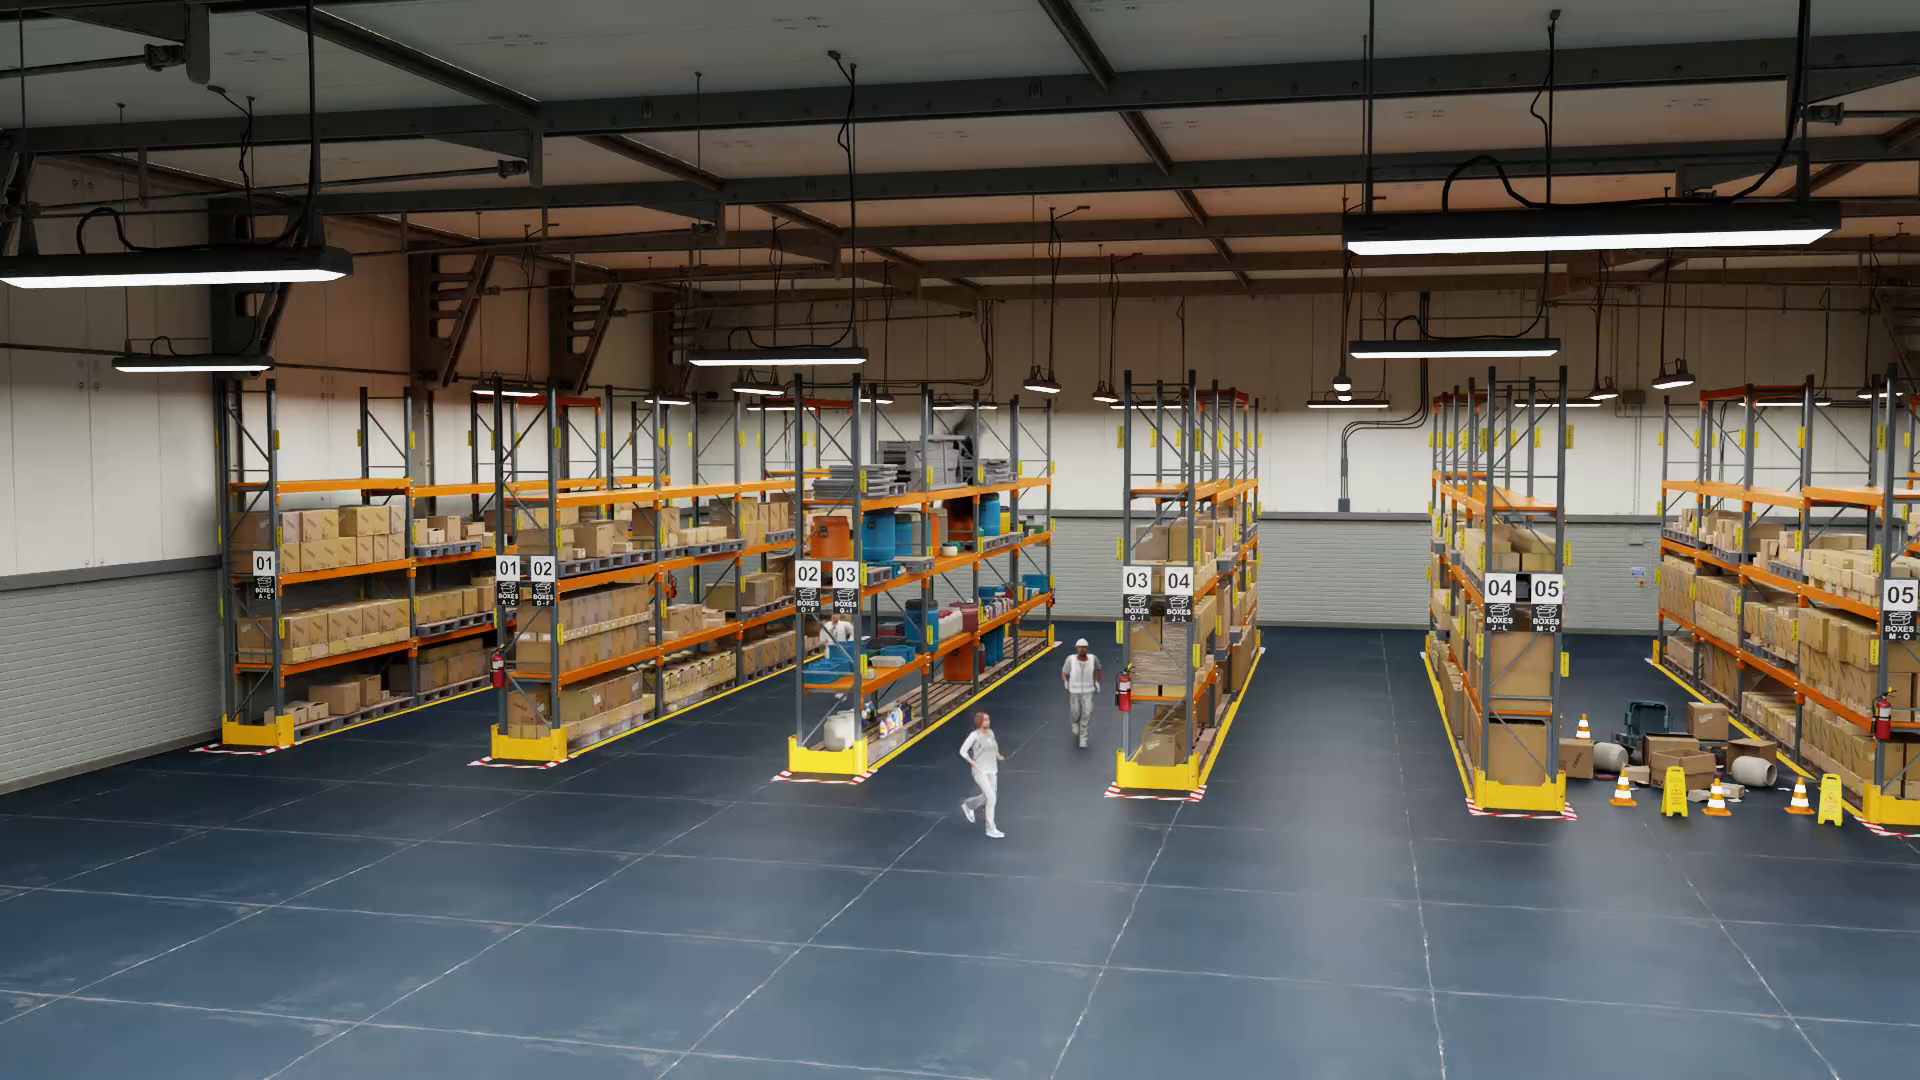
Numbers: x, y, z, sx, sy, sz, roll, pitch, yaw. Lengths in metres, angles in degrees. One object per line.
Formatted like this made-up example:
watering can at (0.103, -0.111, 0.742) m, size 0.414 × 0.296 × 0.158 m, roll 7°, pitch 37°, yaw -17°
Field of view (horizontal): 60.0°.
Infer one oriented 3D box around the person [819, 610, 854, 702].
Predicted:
person at (-2.369, 2.216, 31.862) m, size 0.681 × 1.796 × 0.775 m, roll 1°, pitch 3°, yaw 11°

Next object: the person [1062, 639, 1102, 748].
person at (2.004, 2.485, 27.347) m, size 0.671 × 1.753 × 0.857 m, roll 0°, pitch 3°, yaw 1°

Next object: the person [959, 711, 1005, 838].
person at (0.270, 2.951, 21.087) m, size 0.767 × 1.564 × 0.547 m, roll 3°, pitch 5°, yaw 43°
